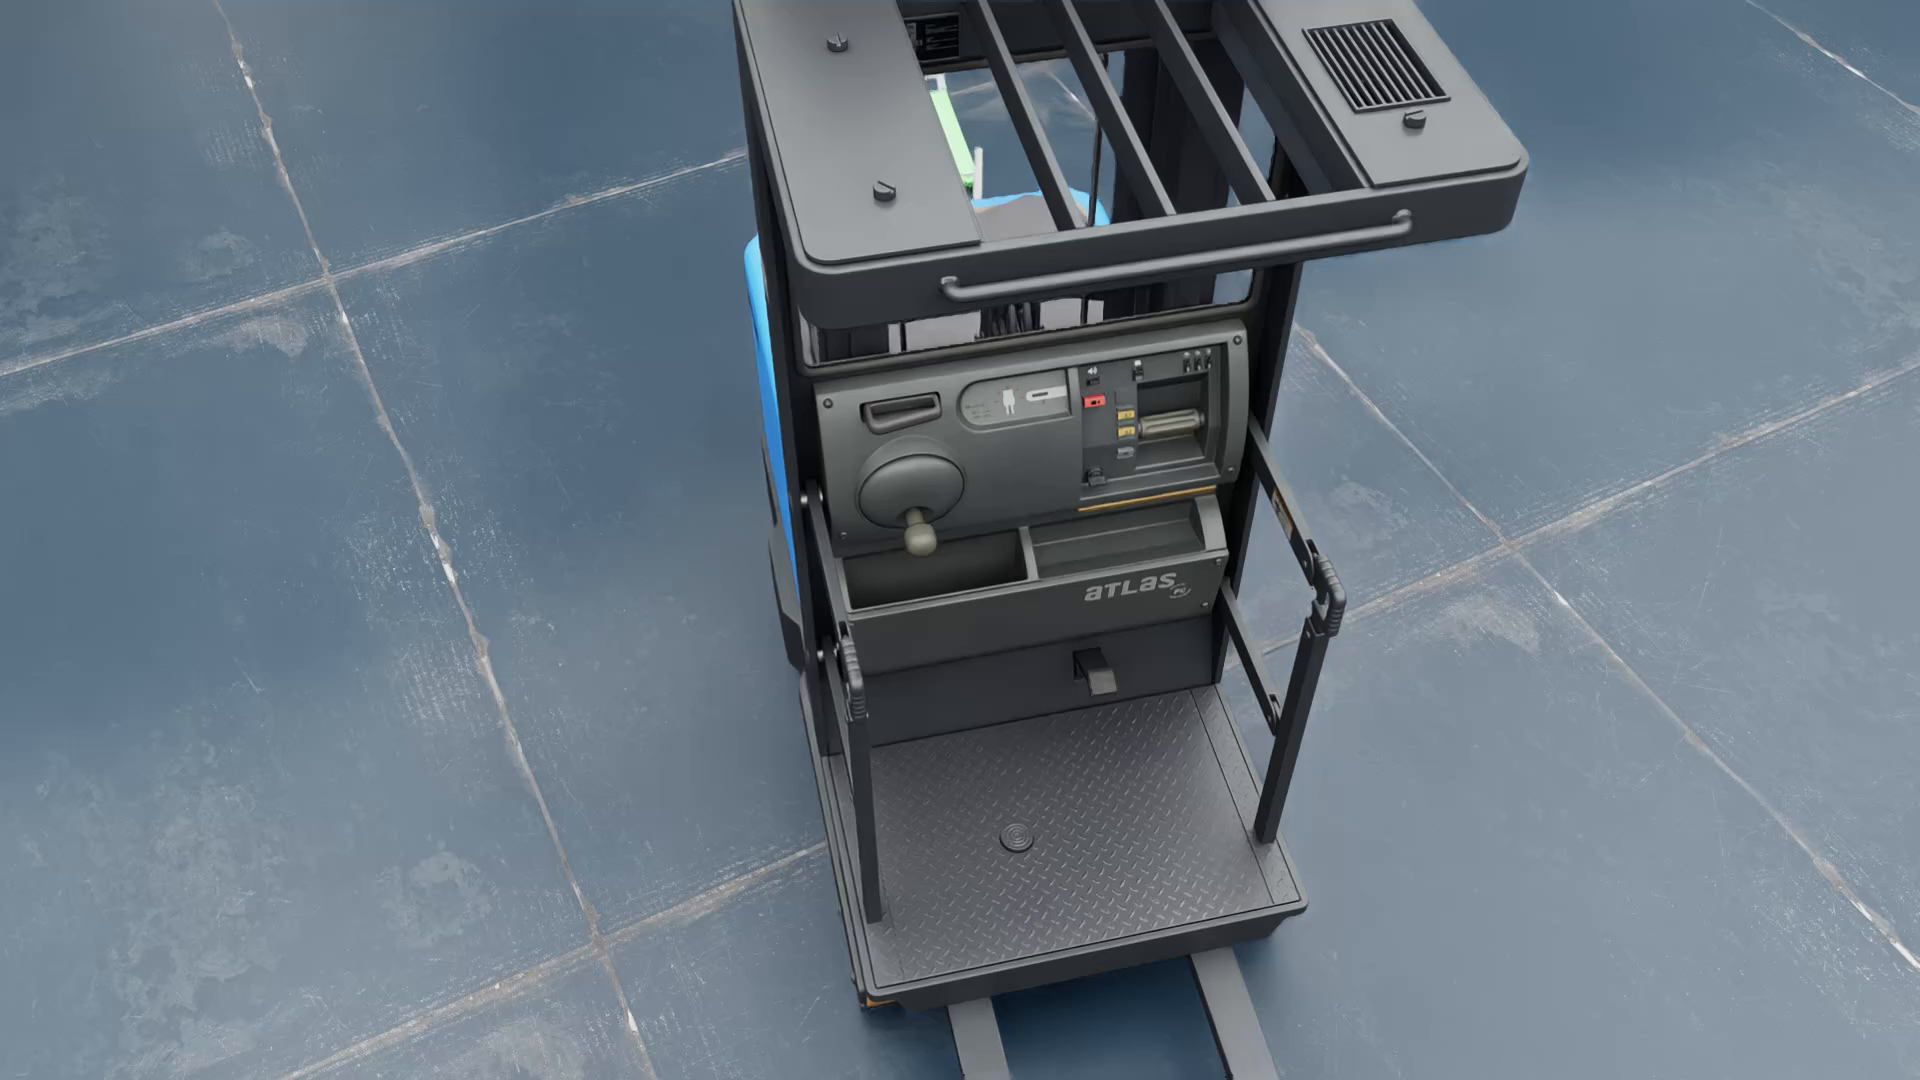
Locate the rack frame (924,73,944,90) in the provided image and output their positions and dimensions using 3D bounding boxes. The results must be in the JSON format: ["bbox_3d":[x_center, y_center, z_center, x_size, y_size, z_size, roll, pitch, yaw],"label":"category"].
[{"bbox_3d":[-0.166,-1.032,5.356,0.240,1.200,0.015,-10,50,-8],"label":"rack frame"}]

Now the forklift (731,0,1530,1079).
[{"bbox_3d":[0.214,-0.110,3.399,1.130,2.935,3.031,-10,50,-8],"label":"forklift"}]

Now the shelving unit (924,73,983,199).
[{"bbox_3d":[-0.112,-0.853,5.199,0.258,1.200,0.503,-10,50,-8],"label":"shelving unit"}]

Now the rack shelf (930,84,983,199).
[{"bbox_3d":[-0.112,-1.127,4.886,0.258,0.148,0.480,-10,50,-8],"label":"rack shelf"}]

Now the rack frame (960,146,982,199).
[{"bbox_3d":[-0.059,-0.674,5.042,0.240,1.200,0.015,-10,50,-8],"label":"rack frame"}]
